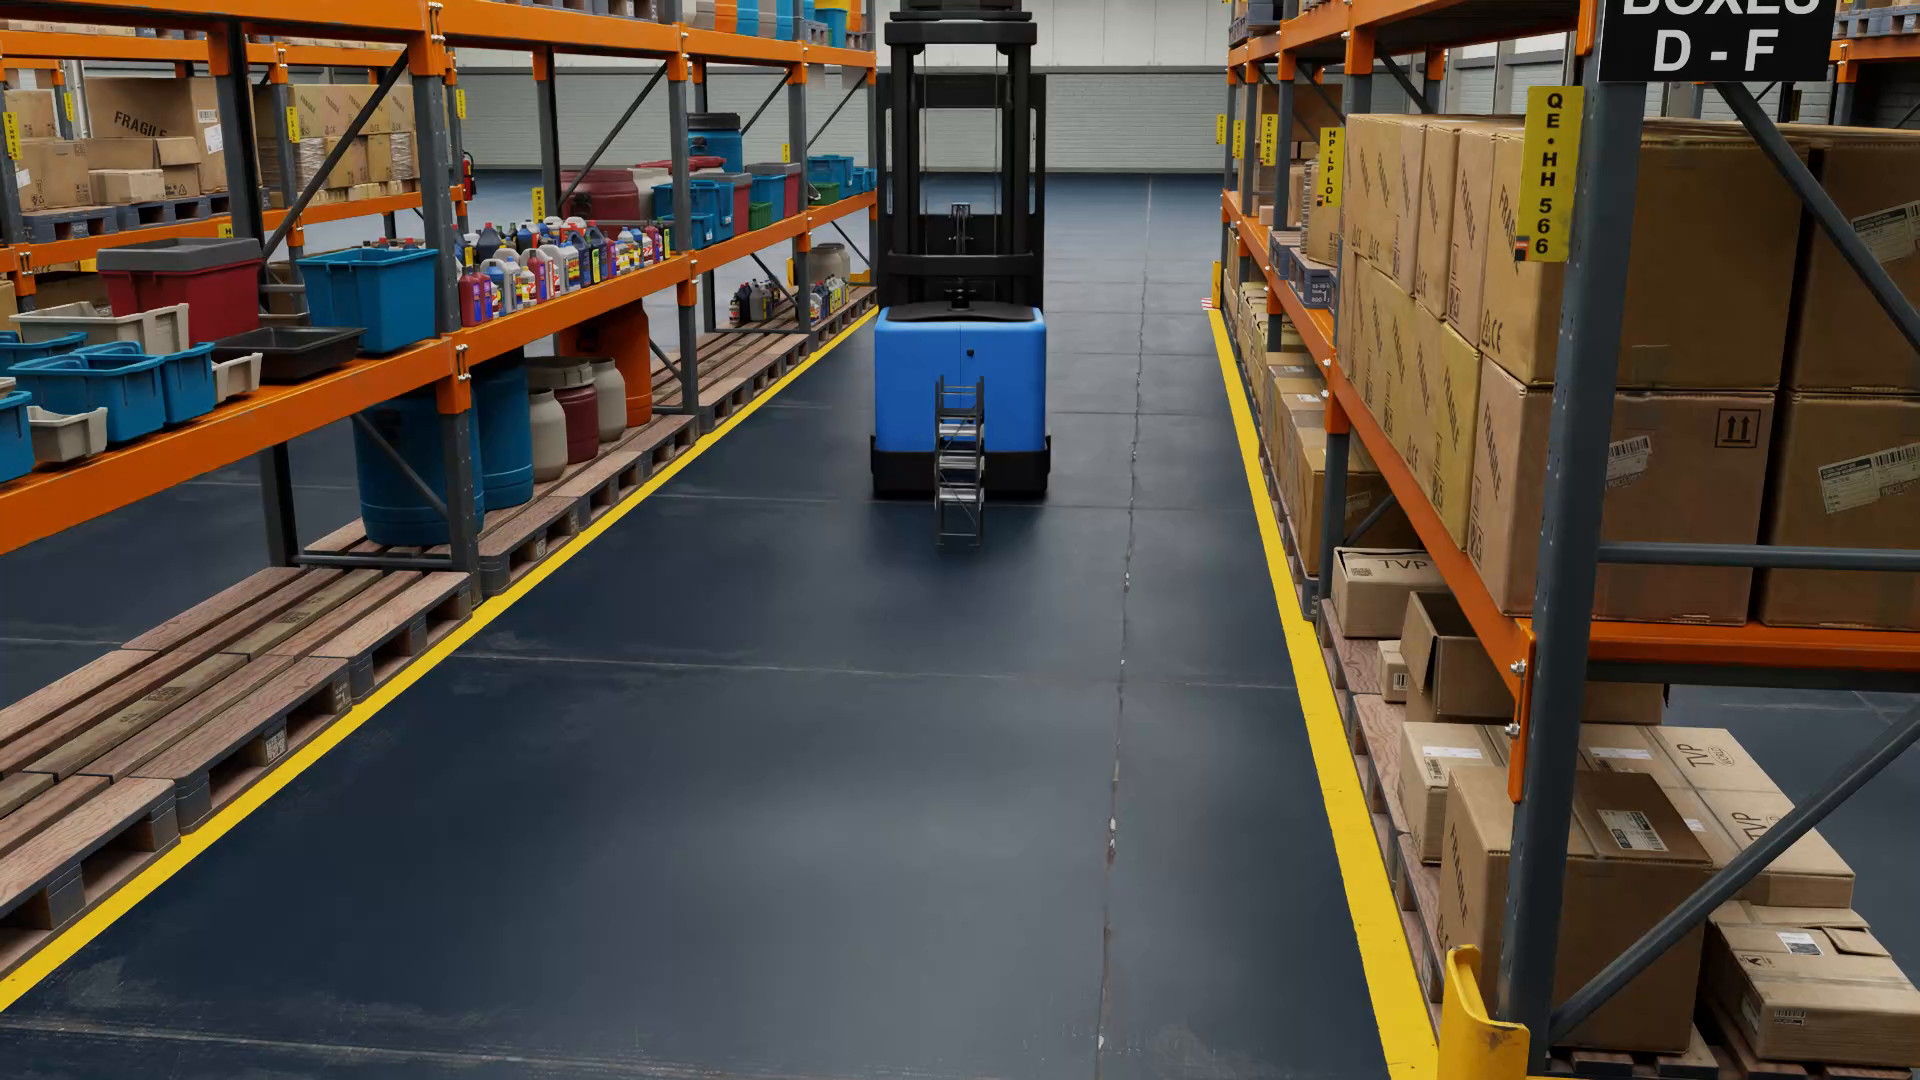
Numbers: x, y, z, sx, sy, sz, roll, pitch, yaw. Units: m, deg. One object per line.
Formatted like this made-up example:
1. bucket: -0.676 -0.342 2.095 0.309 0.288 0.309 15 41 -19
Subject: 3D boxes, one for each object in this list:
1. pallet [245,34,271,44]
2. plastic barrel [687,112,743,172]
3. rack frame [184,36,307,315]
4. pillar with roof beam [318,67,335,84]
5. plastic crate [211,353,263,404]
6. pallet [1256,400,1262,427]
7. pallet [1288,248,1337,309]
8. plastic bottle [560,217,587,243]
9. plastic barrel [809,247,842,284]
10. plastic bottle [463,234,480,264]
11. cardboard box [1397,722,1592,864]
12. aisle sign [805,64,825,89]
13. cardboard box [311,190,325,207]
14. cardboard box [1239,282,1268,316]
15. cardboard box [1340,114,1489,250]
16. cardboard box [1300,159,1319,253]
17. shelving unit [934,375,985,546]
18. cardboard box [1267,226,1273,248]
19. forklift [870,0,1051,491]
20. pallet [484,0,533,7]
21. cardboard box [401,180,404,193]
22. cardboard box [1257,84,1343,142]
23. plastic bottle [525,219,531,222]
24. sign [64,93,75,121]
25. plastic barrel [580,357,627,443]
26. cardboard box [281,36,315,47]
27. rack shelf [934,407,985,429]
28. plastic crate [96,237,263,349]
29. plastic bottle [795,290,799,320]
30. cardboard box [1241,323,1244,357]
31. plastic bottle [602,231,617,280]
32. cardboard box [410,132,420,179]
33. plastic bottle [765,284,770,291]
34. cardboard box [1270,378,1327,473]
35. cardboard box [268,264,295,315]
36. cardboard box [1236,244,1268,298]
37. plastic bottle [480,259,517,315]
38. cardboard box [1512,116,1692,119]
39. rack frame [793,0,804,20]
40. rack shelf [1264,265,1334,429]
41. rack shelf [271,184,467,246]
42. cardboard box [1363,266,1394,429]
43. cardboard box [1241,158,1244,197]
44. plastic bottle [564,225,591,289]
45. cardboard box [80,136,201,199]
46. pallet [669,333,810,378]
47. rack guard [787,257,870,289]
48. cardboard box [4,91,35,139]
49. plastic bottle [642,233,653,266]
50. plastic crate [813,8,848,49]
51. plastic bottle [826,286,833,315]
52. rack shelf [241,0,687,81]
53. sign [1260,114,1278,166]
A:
1. pallet: -7.002 -4.563 14.903 1.213 0.211 1.003 2 15 6
2. plastic barrel: -2.250 -3.367 14.908 0.600 0.901 0.708 2 15 6
3. rack frame: -6.826 -3.363 15.851 1.000 3.000 0.127 2 15 6
4. pillar with roof beam: -14.466 -15.233 48.258 9.100 9.000 0.400 2 15 6
5. plastic crate: -2.706 -0.583 5.962 0.293 0.136 0.466 2 15 6
6. pallet: 2.697 -0.899 12.081 1.003 0.211 1.213 2 15 6
7. pallet: 2.350 -1.435 9.091 1.003 0.211 1.213 2 15 6
8. plastic bottle: -2.575 -2.012 11.095 0.152 0.276 0.135 2 15 6
9. plastic barrel: -1.509 -2.953 18.298 0.421 0.512 0.421 0 15 0
10. plastic bottle: -2.883 -1.657 9.781 0.152 0.276 0.135 2 15 6
11. cardboard box: 1.616 0.764 5.016 0.500 0.250 0.500 2 15 6
12. aisle sign: -1.737 -5.536 18.910 0.394 0.787 0.004 2 15 6
13. cardboard box: -6.462 -3.353 16.296 0.380 0.149 0.250 2 15 6
14. cardboard box: 2.722 -2.116 14.630 0.500 0.311 0.500 2 15 6
15. cardboard box: 1.781 -1.412 6.530 0.500 0.500 0.500 2 15 8
16. cardboard box: 2.313 -1.885 9.391 0.700 0.500 0.500 5 16 17
17. shelving unit: -0.001 -0.432 9.037 0.258 0.900 0.210 2 15 6
18. cardboard box: 2.392 -2.153 11.857 0.380 0.149 0.250 2 15 6
19. forklift: 0.006 -2.035 11.074 1.130 2.935 3.031 0 15 0
20. pallet: -2.816 -2.705 8.034 1.213 0.211 1.003 2 15 6
21. cardboard box: -6.327 -3.874 18.224 0.380 0.149 0.250 2 15 6
22. cardboard box: 3.060 -3.860 15.012 0.700 0.500 0.500 2 15 7
23. plastic bottle: -2.809 -1.936 10.800 0.061 0.283 0.133 2 15 6
24. sign: -10.754 -5.226 20.070 0.100 0.325 0.005 2 15 6
25. plastic barrel: -2.370 -0.905 10.722 0.421 0.512 0.421 0 15 0
26. cardboard box: -6.521 -4.847 15.883 0.500 0.250 0.500 1 15 4
27. rack shelf: -0.001 -0.661 8.975 0.258 0.077 0.200 2 15 6
28. plastic crate: -3.158 -0.977 6.793 0.402 0.464 0.583 2 15 6
29. plastic bottle: -1.545 -2.352 16.345 0.144 0.351 0.185 2 15 6
30. cardboard box: 2.666 -1.715 14.222 0.500 0.250 0.500 2 15 8
31. plastic bottle: -2.107 -1.709 9.959 0.061 0.283 0.133 2 15 6
32. cardboard box: -6.402 -4.317 18.619 0.875 0.500 0.500 2 15 6
33. plastic bottle: -1.956 -2.431 16.765 0.061 0.283 0.133 2 15 6
34. cardboard box: 2.115 -0.663 9.812 0.500 0.500 0.500 1 15 6
35. cardboard box: -6.741 -2.461 16.502 0.500 0.500 0.500 1 15 5
36. cardboard box: 2.919 -2.563 15.921 0.500 0.500 0.500 2 15 6
37. plastic bottle: -2.336 -1.286 8.408 0.152 0.276 0.135 2 15 6
38. cardboard box: 2.259 -1.254 5.947 0.500 0.500 0.500 1 15 5
39. rack frame: -1.905 -6.113 14.528 1.000 3.000 0.127 2 15 6
40. rack shelf: 2.339 -1.166 9.107 1.077 0.370 4.000 2 15 6
41. rack shelf: -6.601 -3.534 17.863 1.077 0.370 4.000 2 15 6
42. cardboard box: 1.672 -0.656 5.652 0.500 0.500 0.500 2 15 6
43. cardboard box: 3.348 -3.898 17.641 0.700 0.500 0.500 2 15 8
44. plastic bottle: -2.202 -1.619 9.497 0.144 0.351 0.185 2 15 6
45. cardboard box: -6.930 -3.163 14.110 0.797 0.503 0.637 3 15 12
46. pallet: -1.955 -1.666 14.918 1.003 0.211 1.213 2 15 6
47. rack guard: -1.416 -3.026 19.396 1.175 0.500 0.348 2 15 6
48. cardboard box: -11.343 -4.926 19.275 0.875 0.550 0.550 2 15 6
49. plastic bottle: -2.035 -1.877 10.736 0.097 0.201 0.097 0 15 0
50. plastic crate: -1.370 -5.191 16.897 0.392 0.384 0.575 2 15 6
51. plastic bottle: -1.320 -2.405 16.673 0.061 0.283 0.133 2 15 9
52. rack shelf: -2.582 -2.761 9.259 1.077 0.370 4.000 2 15 6
53. sign: 2.013 -2.607 10.838 0.100 0.325 0.005 2 15 6
